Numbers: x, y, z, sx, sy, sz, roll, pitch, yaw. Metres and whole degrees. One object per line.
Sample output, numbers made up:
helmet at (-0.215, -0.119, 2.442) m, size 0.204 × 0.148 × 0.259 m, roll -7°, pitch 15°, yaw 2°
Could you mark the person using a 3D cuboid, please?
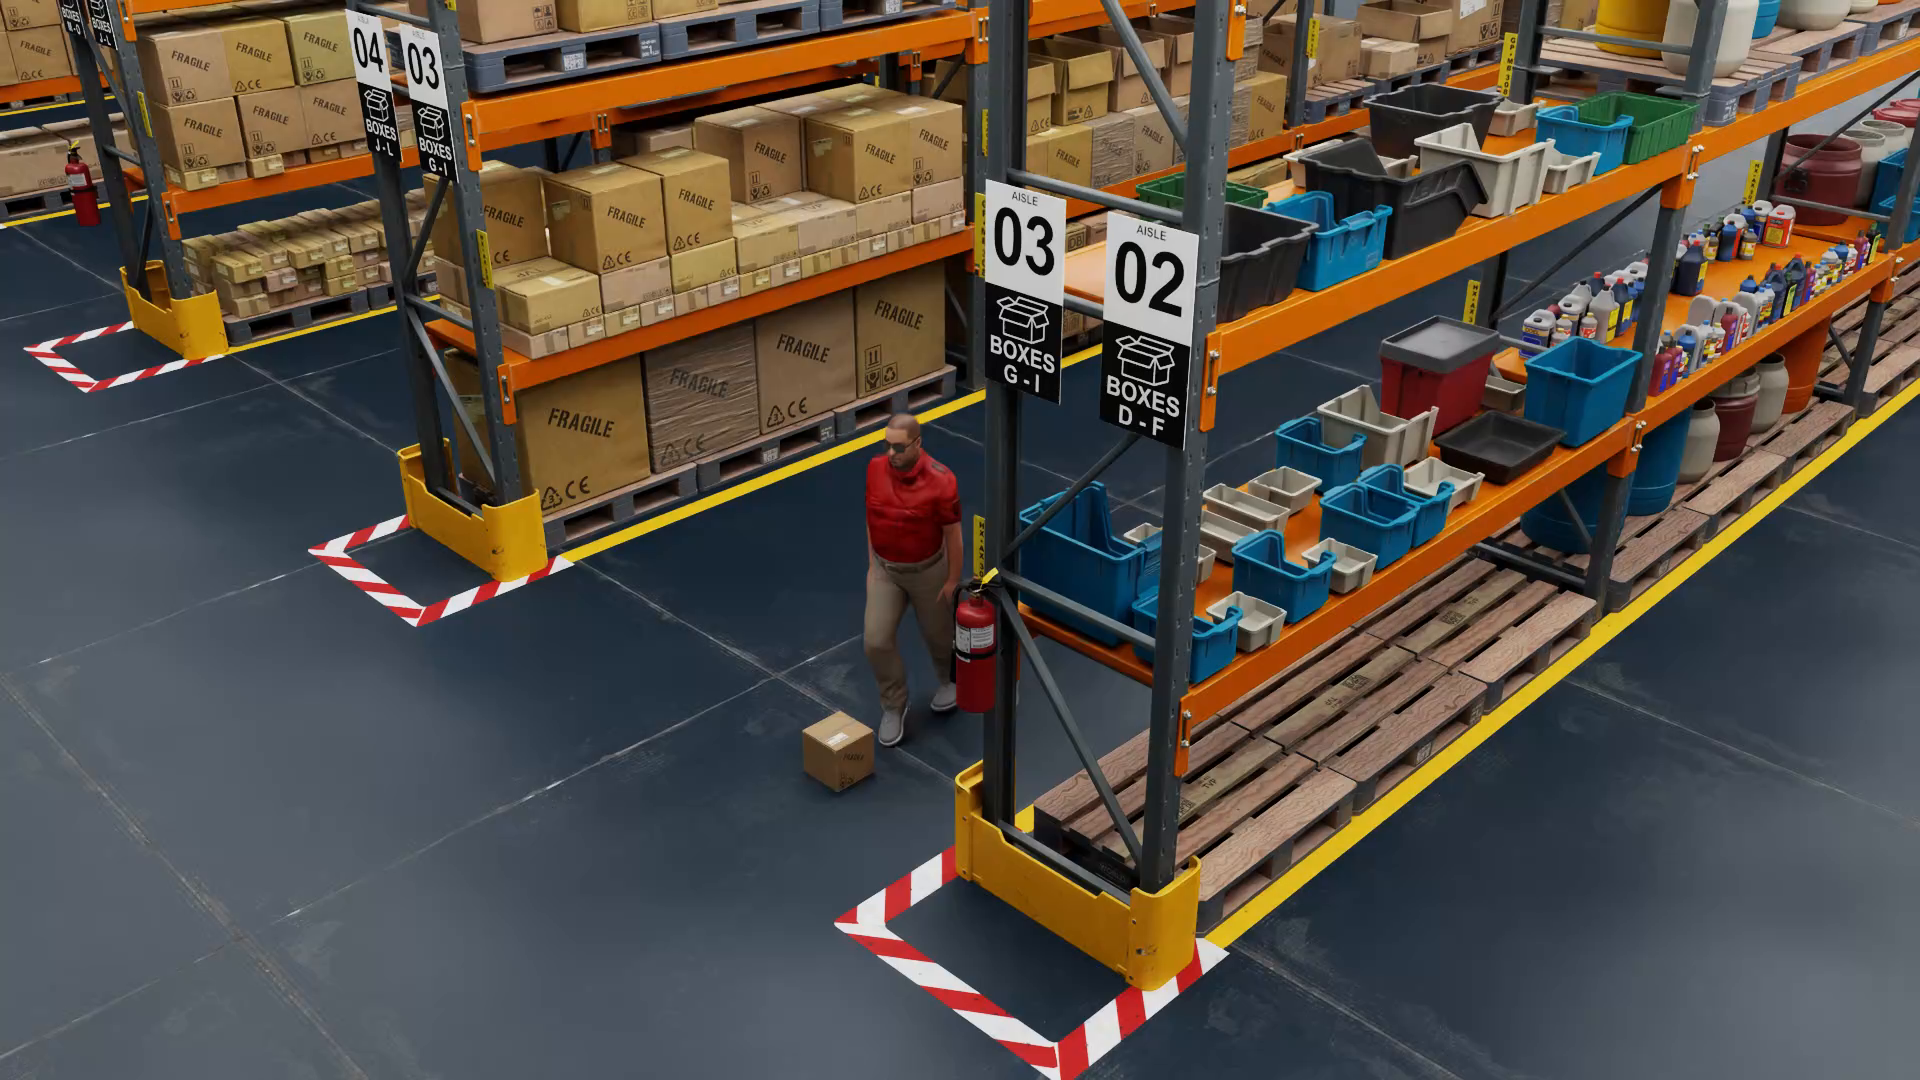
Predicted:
person at (-0.237, 0.161, 8.347) m, size 0.538 × 1.719 × 0.667 m, roll 12°, pitch 30°, yaw 21°
